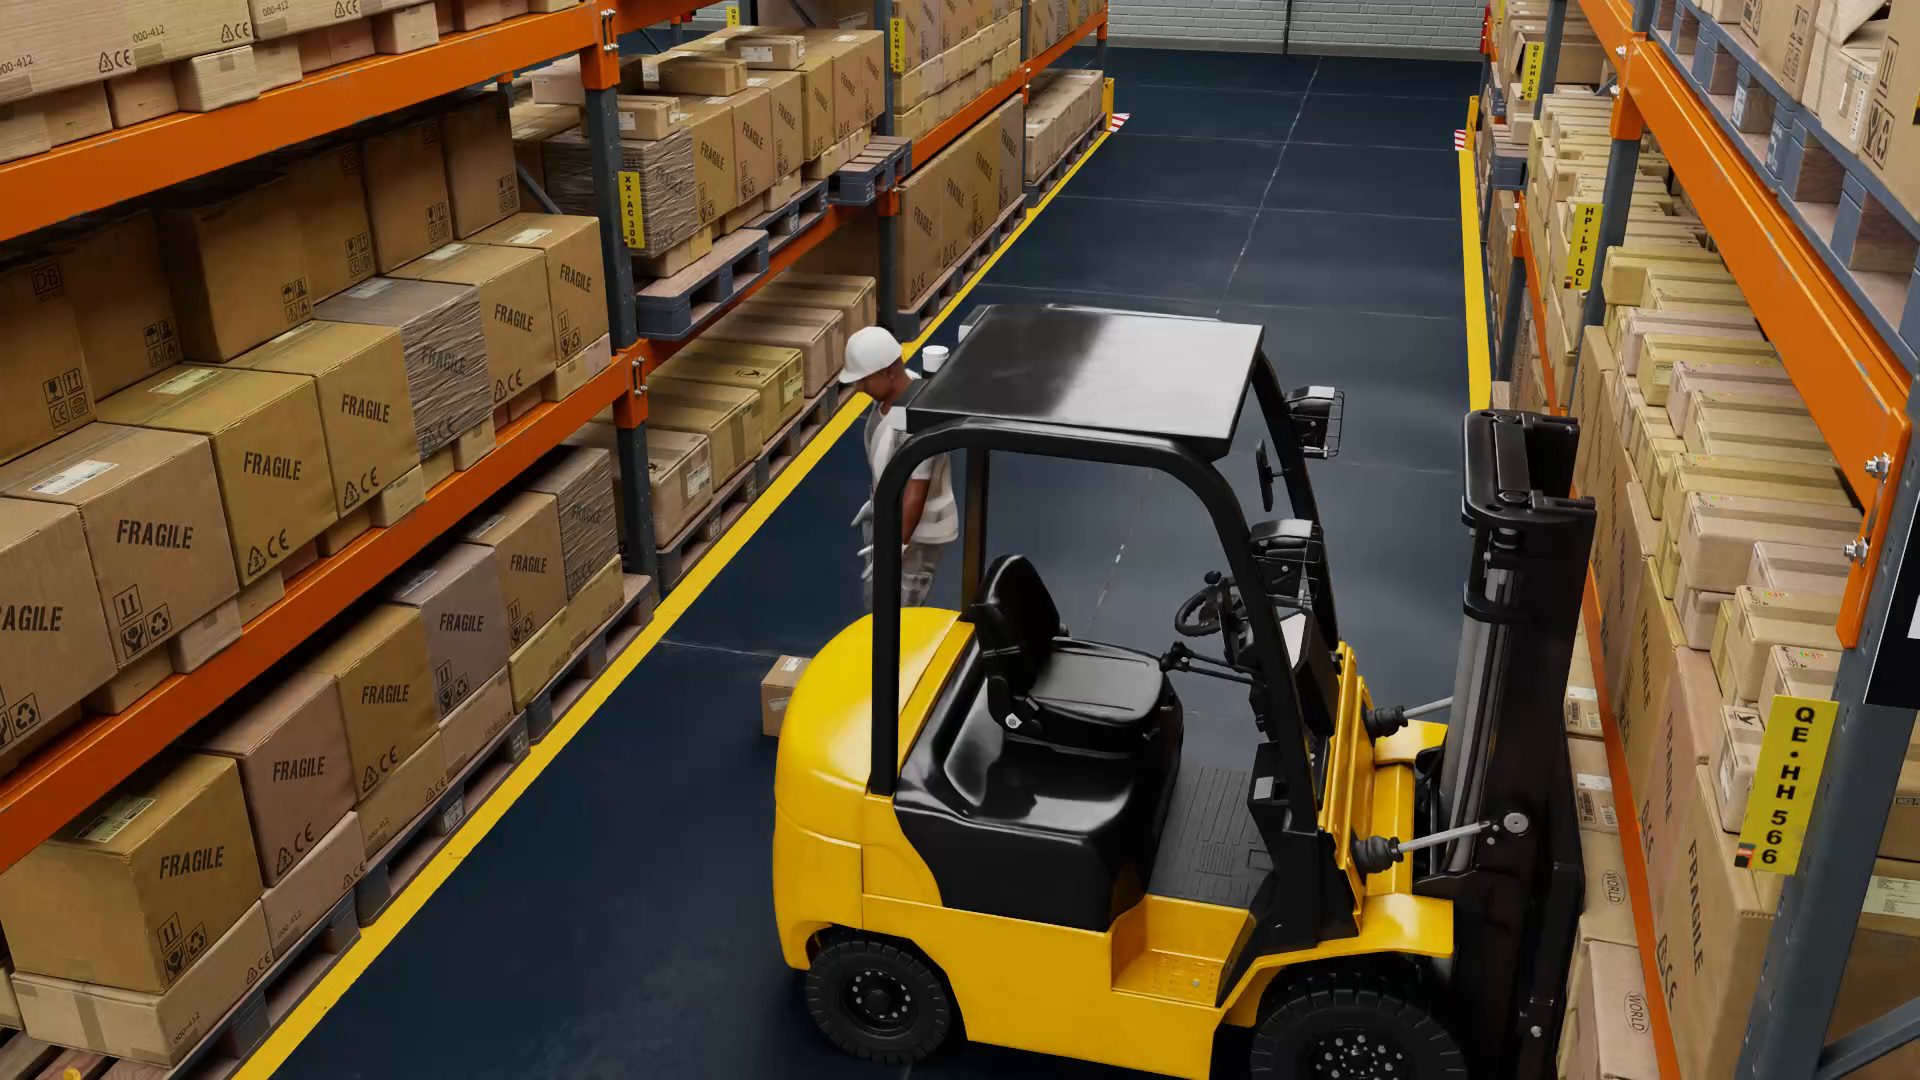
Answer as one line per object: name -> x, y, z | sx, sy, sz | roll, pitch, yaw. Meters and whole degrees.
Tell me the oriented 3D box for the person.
person -> -0.244, -0.039, 6.731 | 0.458, 1.732, 0.570 | -6, 26, -12
